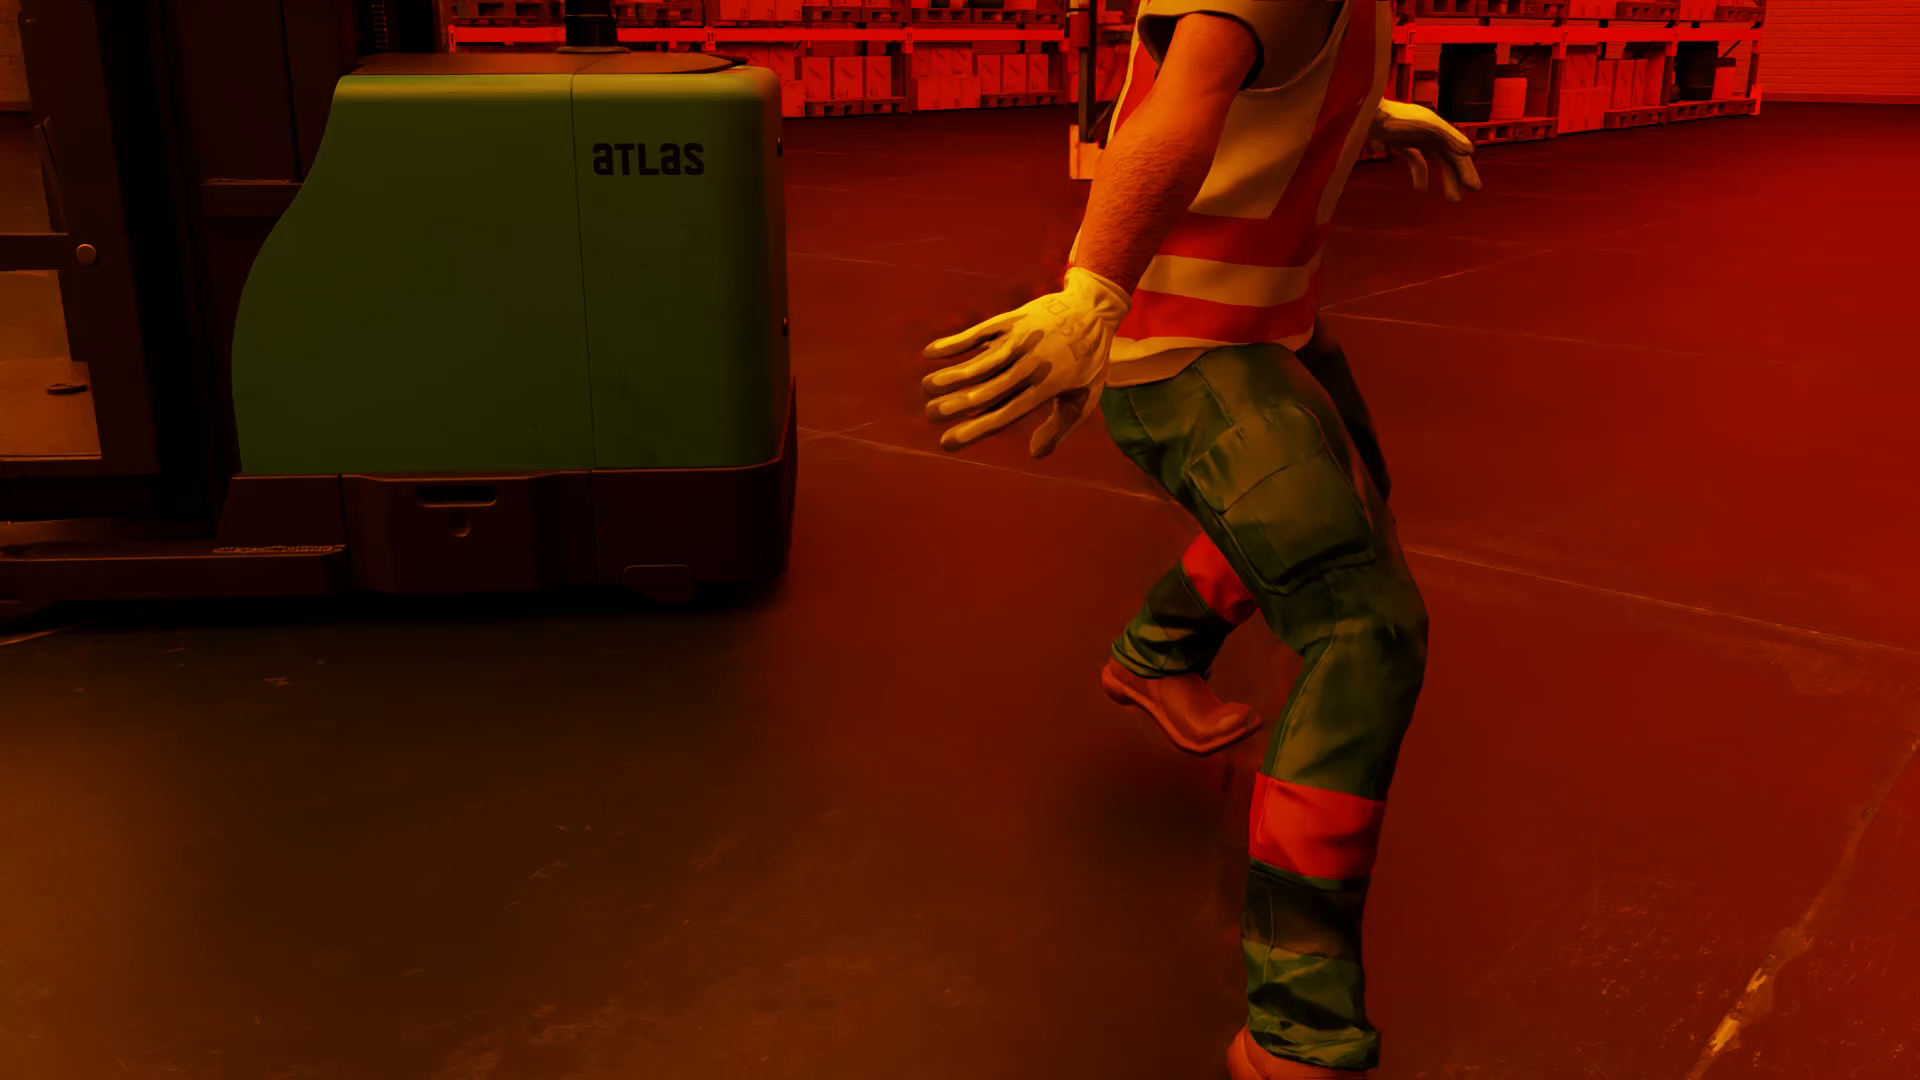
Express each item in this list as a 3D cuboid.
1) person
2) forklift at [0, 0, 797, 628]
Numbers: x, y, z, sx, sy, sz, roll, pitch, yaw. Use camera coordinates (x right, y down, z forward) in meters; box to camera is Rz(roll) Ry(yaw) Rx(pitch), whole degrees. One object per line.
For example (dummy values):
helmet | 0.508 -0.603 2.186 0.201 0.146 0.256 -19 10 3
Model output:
person | 0.362 -0.215 2.029 0.552 1.713 1.168 5 17 15
forklift | -1.906 -1.372 3.416 3.031 2.935 1.130 -1 17 -4
